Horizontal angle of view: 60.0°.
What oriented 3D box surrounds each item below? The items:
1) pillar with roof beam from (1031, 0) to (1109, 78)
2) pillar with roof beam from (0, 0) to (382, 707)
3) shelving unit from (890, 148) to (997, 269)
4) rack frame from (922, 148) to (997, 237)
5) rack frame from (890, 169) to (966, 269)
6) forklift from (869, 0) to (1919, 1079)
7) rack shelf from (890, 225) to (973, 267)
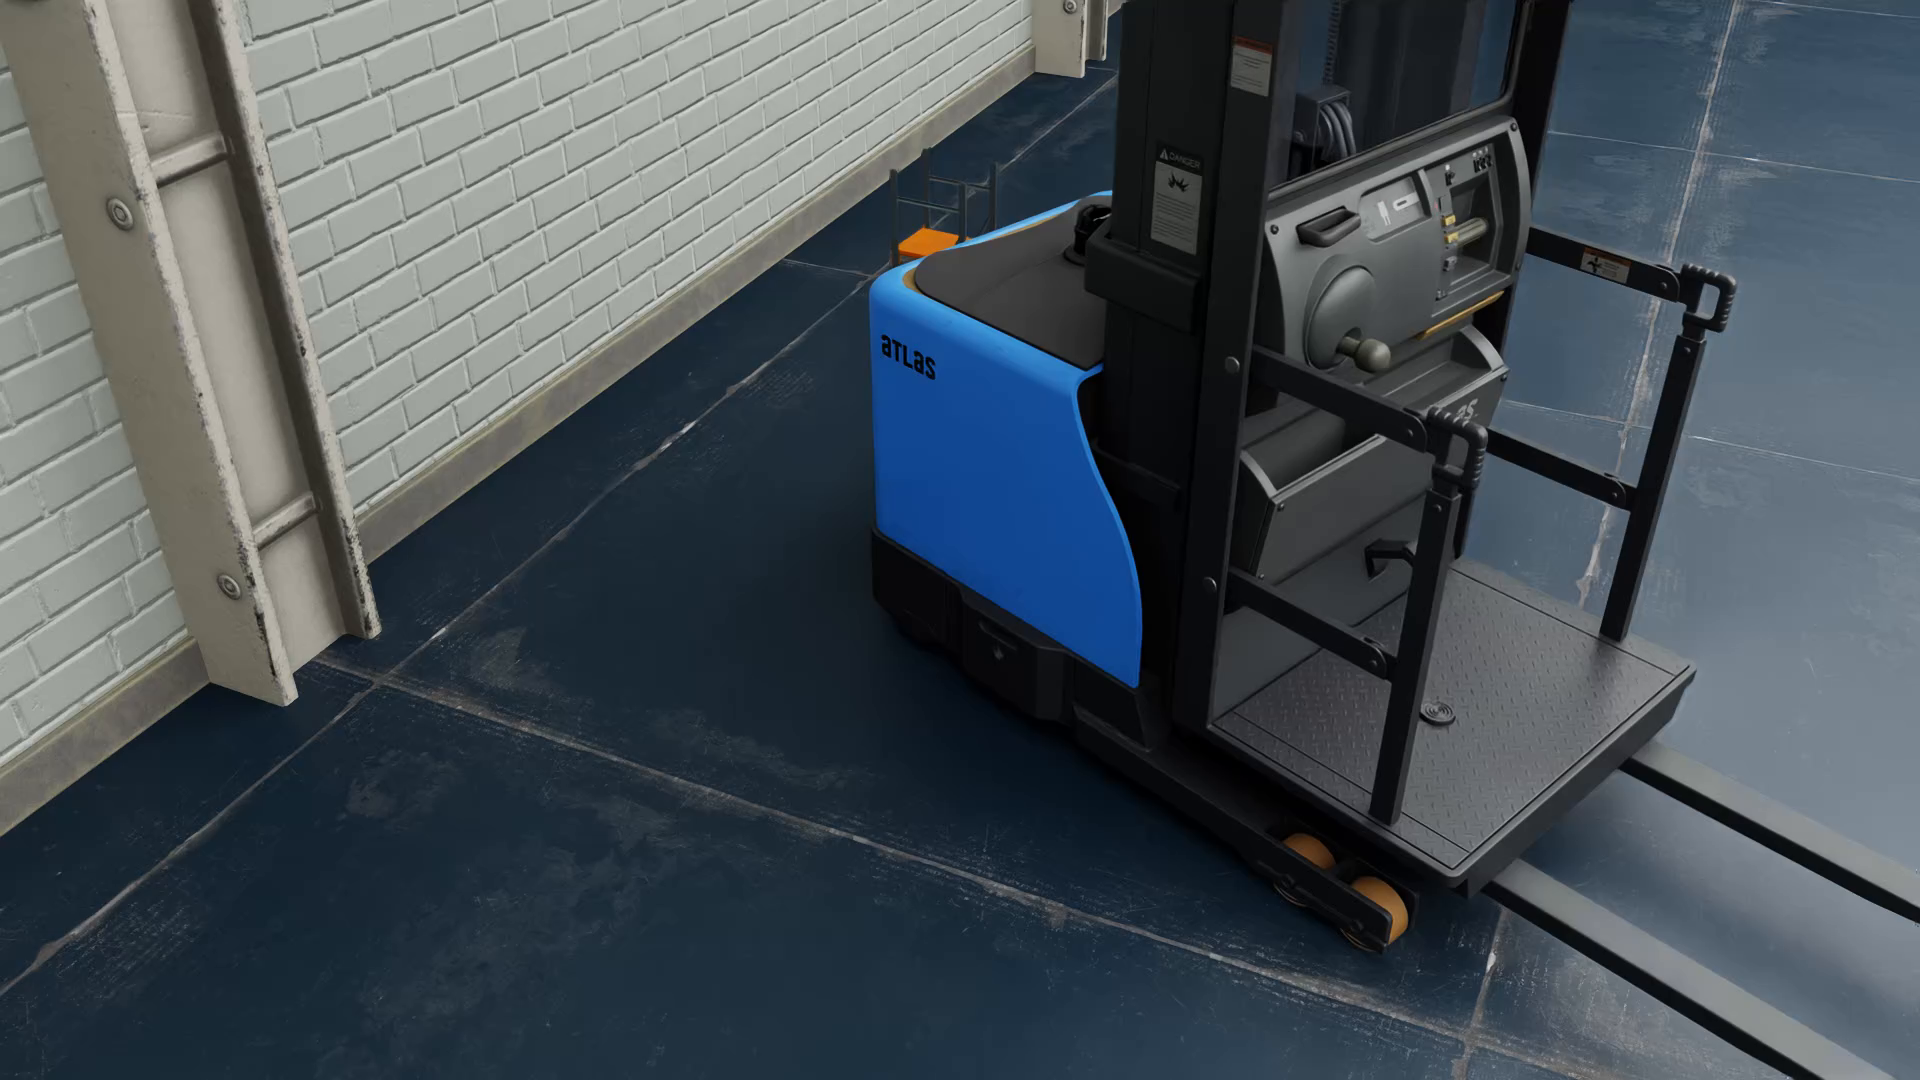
[{"bbox_3d":[4.515,-5.440,5.340,9.100,9.000,0.400,14,36,20],"label":"pillar with roof beam"},{"bbox_3d":[2.005,-2.452,0.783,9.100,9.000,0.400,14,36,20],"label":"pillar with roof beam"},{"bbox_3d":[-0.046,-0.547,4.990,0.258,1.200,0.189,17,37,24],"label":"shelving unit"},{"bbox_3d":[-0.002,-0.591,5.057,0.240,1.200,0.006,17,37,24],"label":"rack frame"},{"bbox_3d":[-0.089,-0.503,4.923,0.240,1.200,0.006,17,37,24],"label":"rack frame"},{"bbox_3d":[1.115,-0.604,3.499,1.130,2.935,3.031,-27,42,-35],"label":"forklift"},{"bbox_3d":[-0.046,-0.811,4.817,0.258,0.103,0.180,17,37,24],"label":"rack shelf"}]
